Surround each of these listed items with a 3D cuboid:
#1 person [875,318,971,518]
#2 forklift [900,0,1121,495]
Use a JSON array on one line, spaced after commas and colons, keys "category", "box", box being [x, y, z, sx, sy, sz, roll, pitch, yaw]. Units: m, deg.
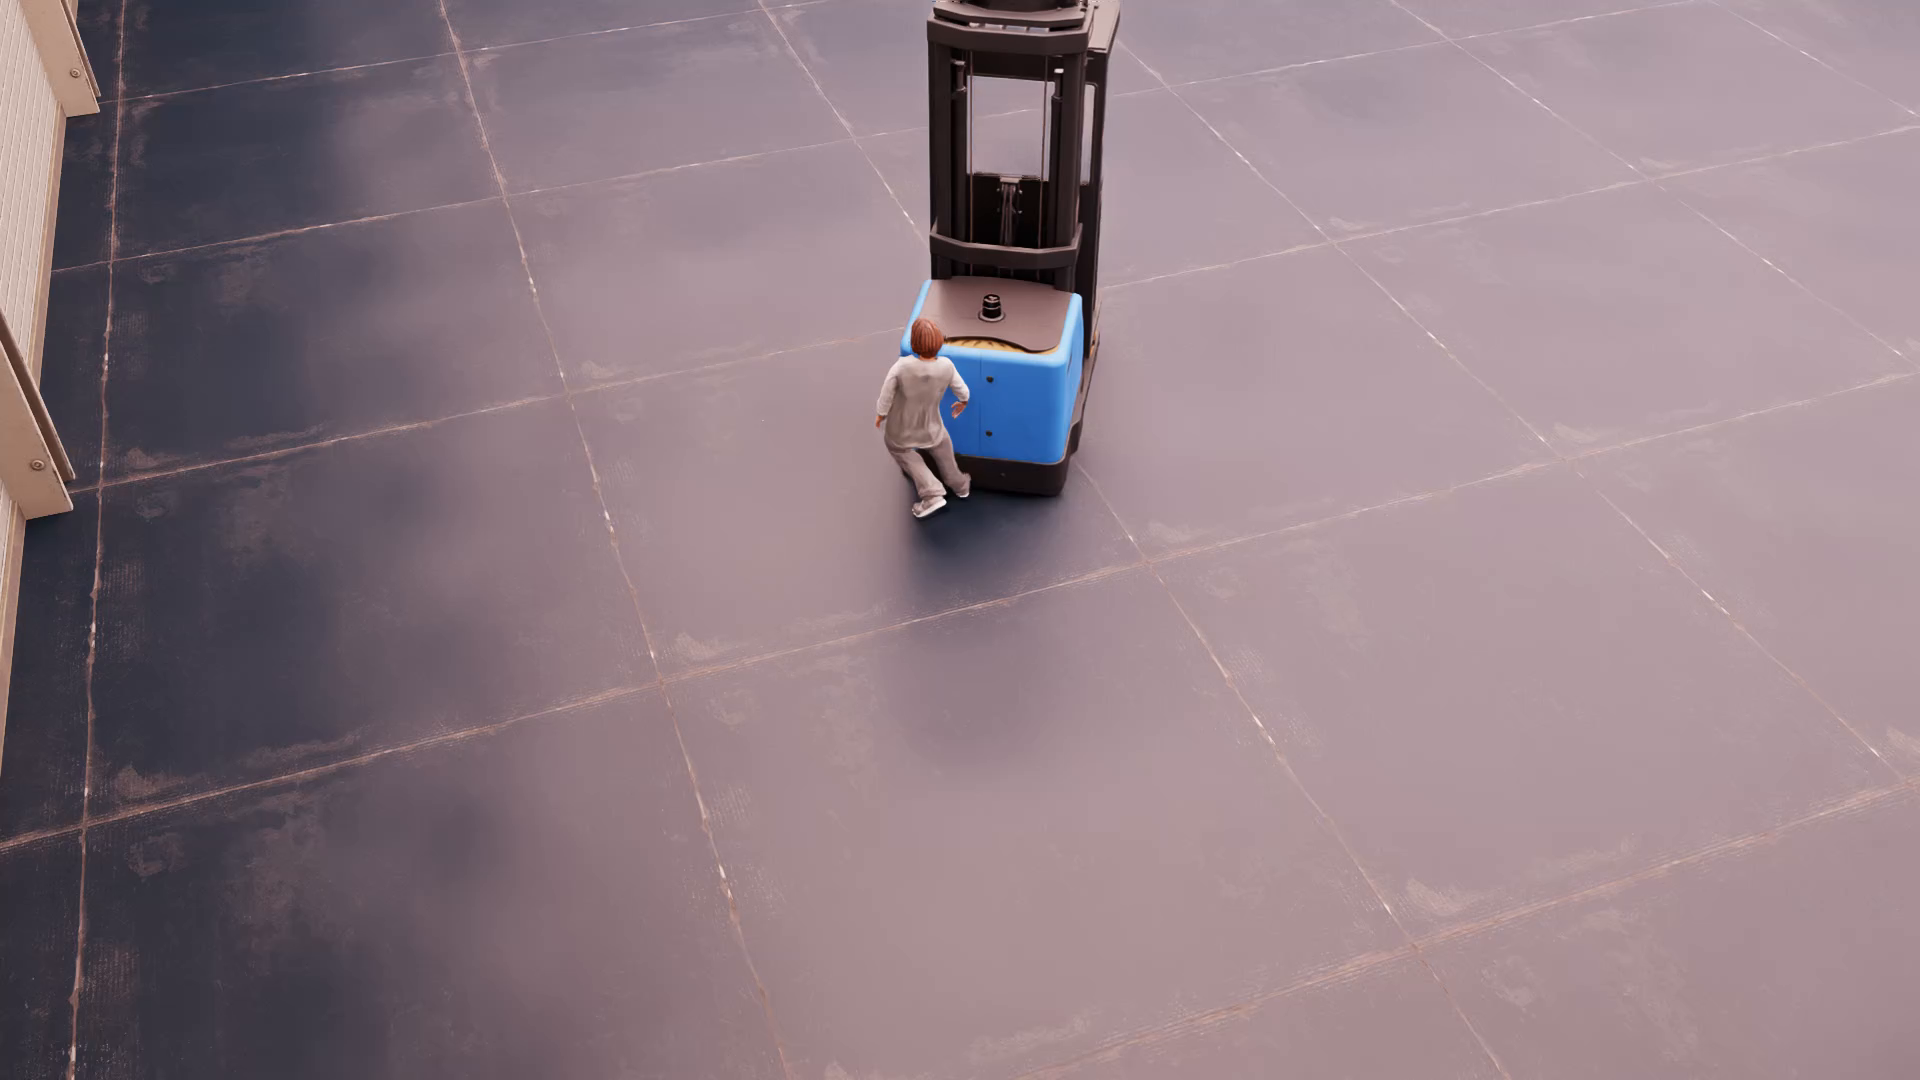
[{"category": "person", "box": [-0.214, -0.786, 10.022, 0.608, 1.496, 0.634, -5, 40, -6]}, {"category": "forklift", "box": [0.395, -2.359, 10.806, 1.130, 2.935, 3.031, 7, 40, 8]}]
